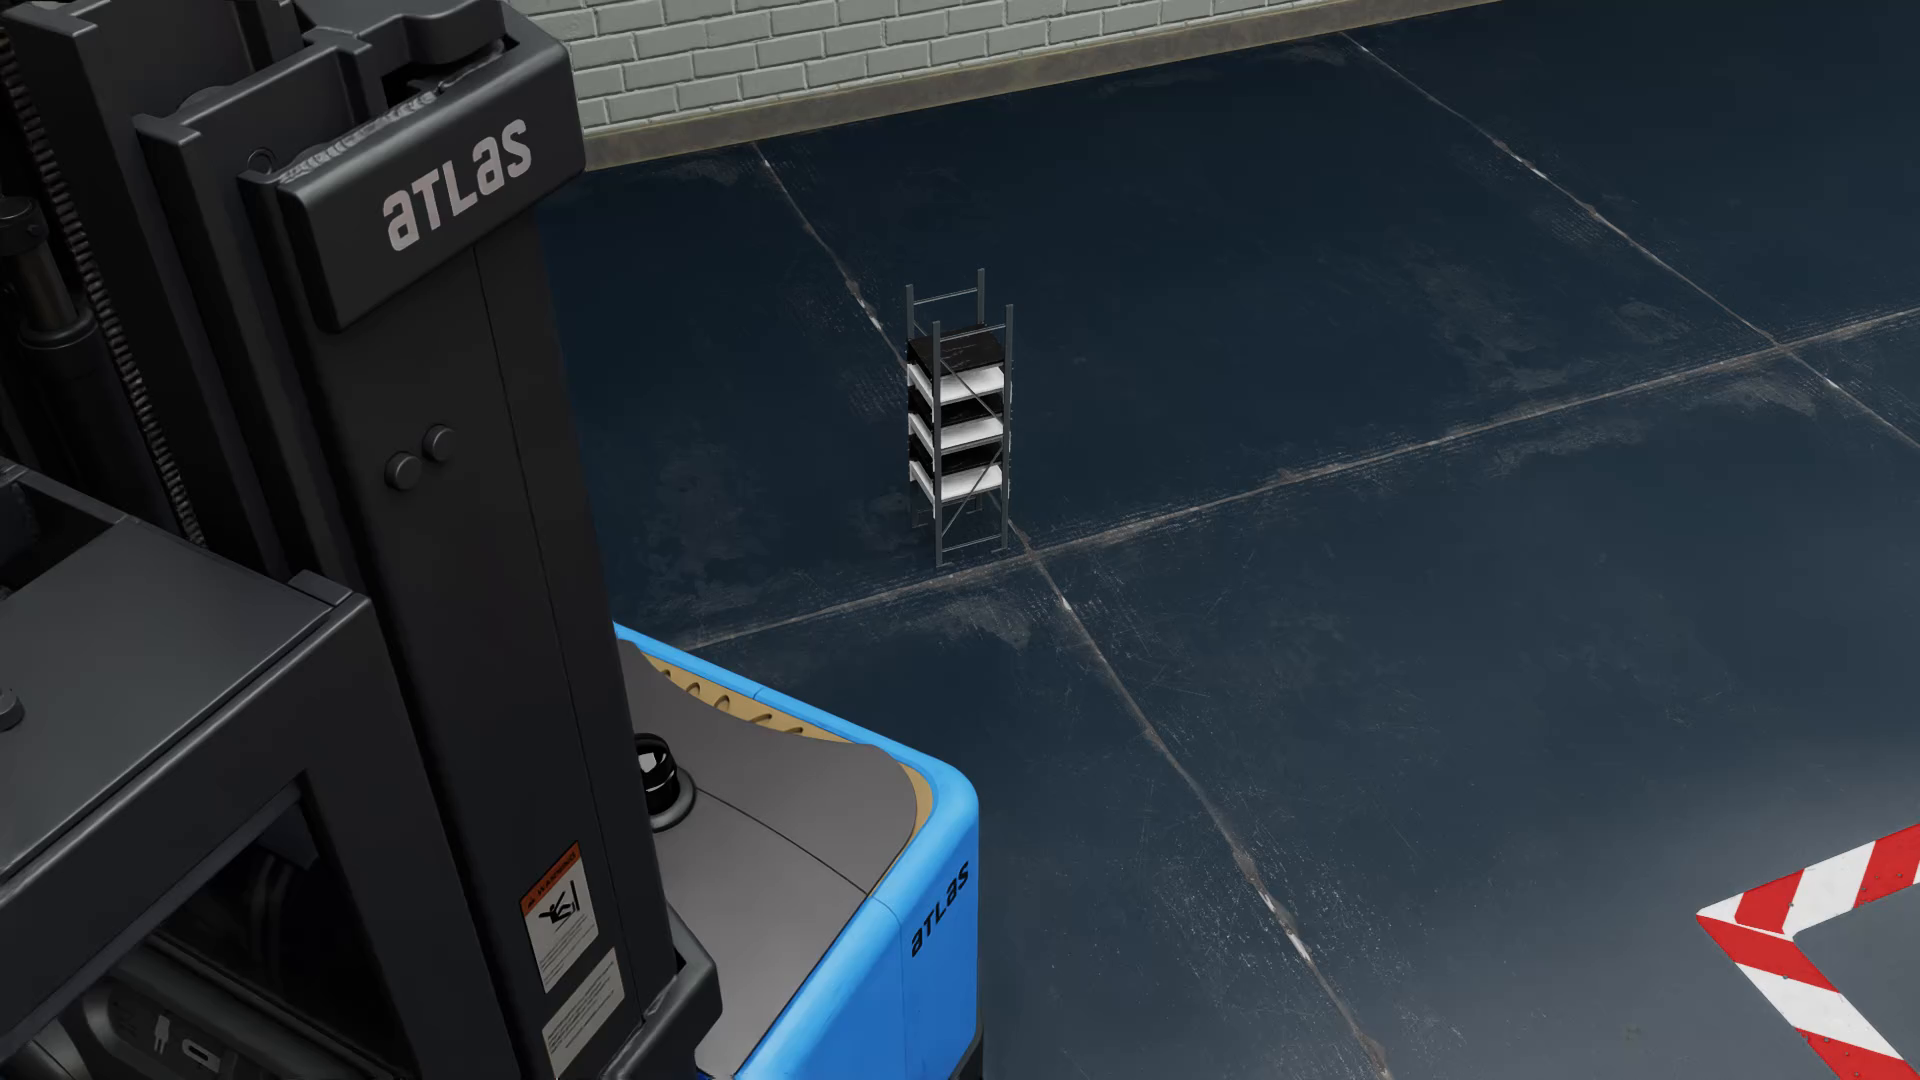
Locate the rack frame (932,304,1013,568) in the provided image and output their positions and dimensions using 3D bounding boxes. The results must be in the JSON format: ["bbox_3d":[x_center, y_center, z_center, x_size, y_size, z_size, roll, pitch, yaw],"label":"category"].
[{"bbox_3d":[0.036,-0.285,4.891,0.240,0.900,0.006,-15,43,-17],"label":"rack frame"}]

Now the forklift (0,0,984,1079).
[{"bbox_3d":[-1.109,0.828,2.039,1.130,2.935,3.031,20,45,22],"label":"forklift"}]

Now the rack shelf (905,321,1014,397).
[{"bbox_3d":[-0.003,-0.526,4.808,0.258,0.077,0.200,-15,43,-17],"label":"rack shelf"}]

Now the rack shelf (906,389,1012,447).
[{"bbox_3d":[-0.003,-0.389,4.925,0.258,0.077,0.200,-15,43,-17],"label":"rack shelf"}]

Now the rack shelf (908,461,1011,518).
[{"bbox_3d":[-0.003,-0.184,5.101,0.258,0.077,0.200,-15,43,-17],"label":"rack shelf"}]

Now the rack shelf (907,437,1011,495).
[{"bbox_3d":[-0.003,-0.253,5.043,0.258,0.077,0.200,-15,43,-17],"label":"rack shelf"}]

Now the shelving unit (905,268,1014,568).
[{"bbox_3d":[-0.003,-0.346,4.962,0.258,0.900,0.210,-15,43,-17],"label":"shelving unit"}]

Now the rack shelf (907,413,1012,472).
[{"bbox_3d":[-0.003,-0.321,4.984,0.258,0.077,0.200,-15,43,-17],"label":"rack shelf"}]

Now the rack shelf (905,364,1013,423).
[{"bbox_3d":[-0.003,-0.457,4.867,0.258,0.077,0.200,-15,43,-17],"label":"rack shelf"}]

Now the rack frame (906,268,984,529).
[{"bbox_3d":[-0.042,-0.407,5.034,0.240,0.900,0.006,-15,43,-17],"label":"rack frame"}]
